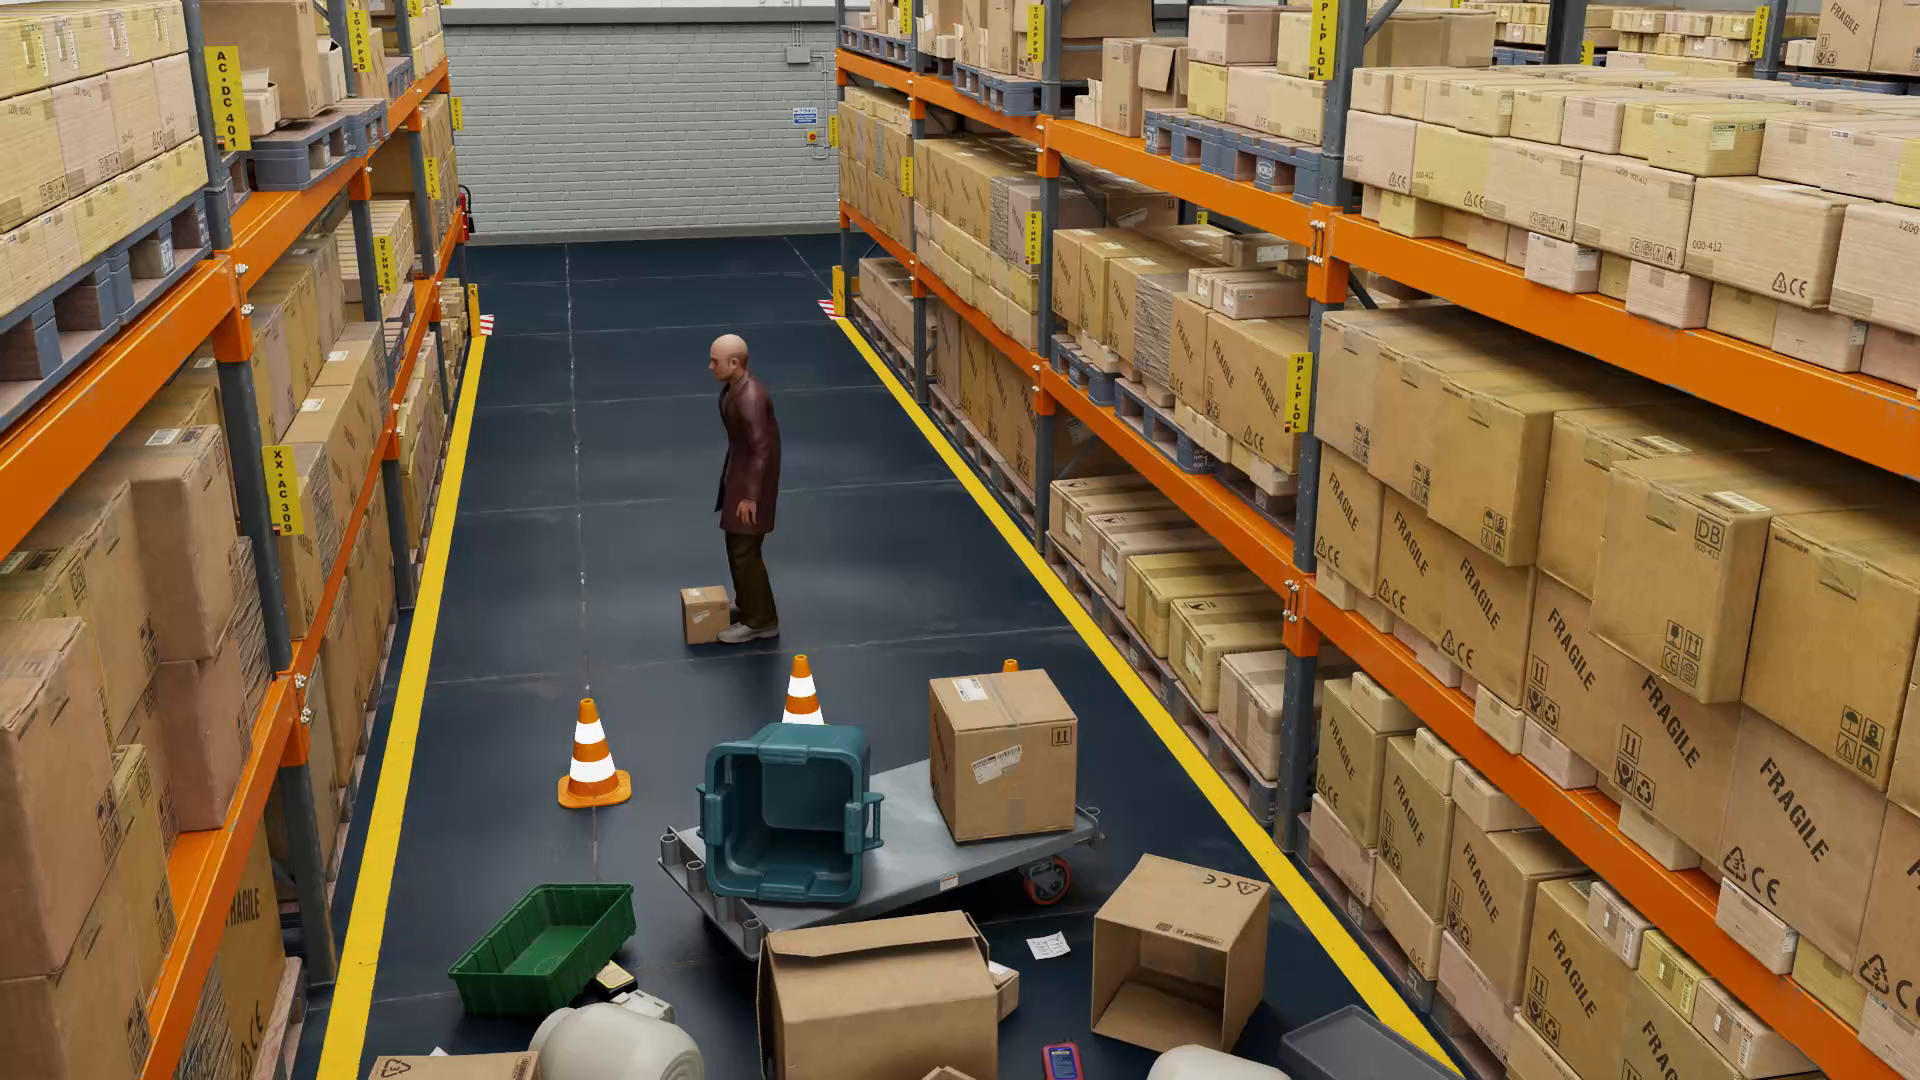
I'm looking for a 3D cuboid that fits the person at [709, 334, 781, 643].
[{"bbox_3d":[-1.230,-0.301,9.452,0.428,1.773,0.650,-6,20,-16],"label":"person"}]
